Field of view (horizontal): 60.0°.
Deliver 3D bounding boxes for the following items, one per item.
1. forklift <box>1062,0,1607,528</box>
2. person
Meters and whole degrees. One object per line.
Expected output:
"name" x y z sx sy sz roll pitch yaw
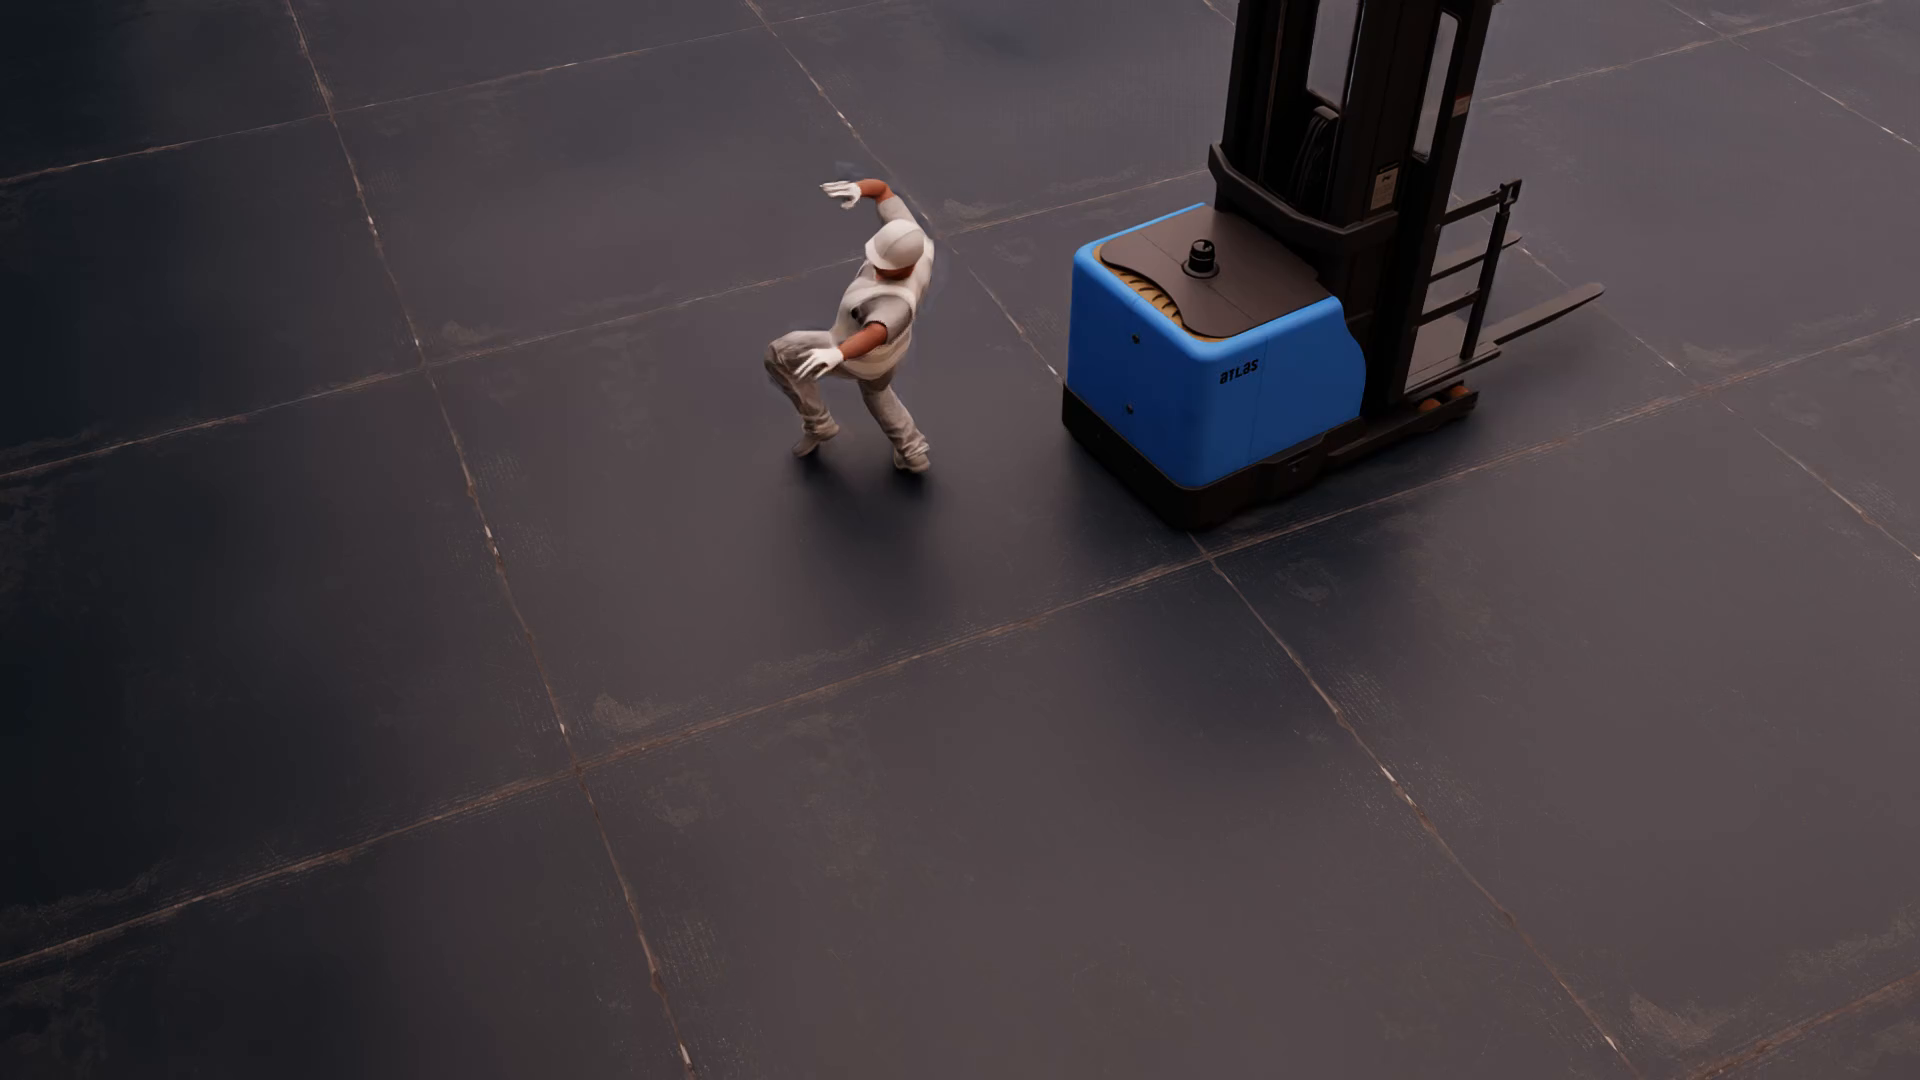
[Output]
"forklift" 2.030 -1.903 7.719 3.031 2.935 1.130 -24 48 -23
"person" -0.628 -0.827 7.576 0.866 1.611 1.130 24 48 24
